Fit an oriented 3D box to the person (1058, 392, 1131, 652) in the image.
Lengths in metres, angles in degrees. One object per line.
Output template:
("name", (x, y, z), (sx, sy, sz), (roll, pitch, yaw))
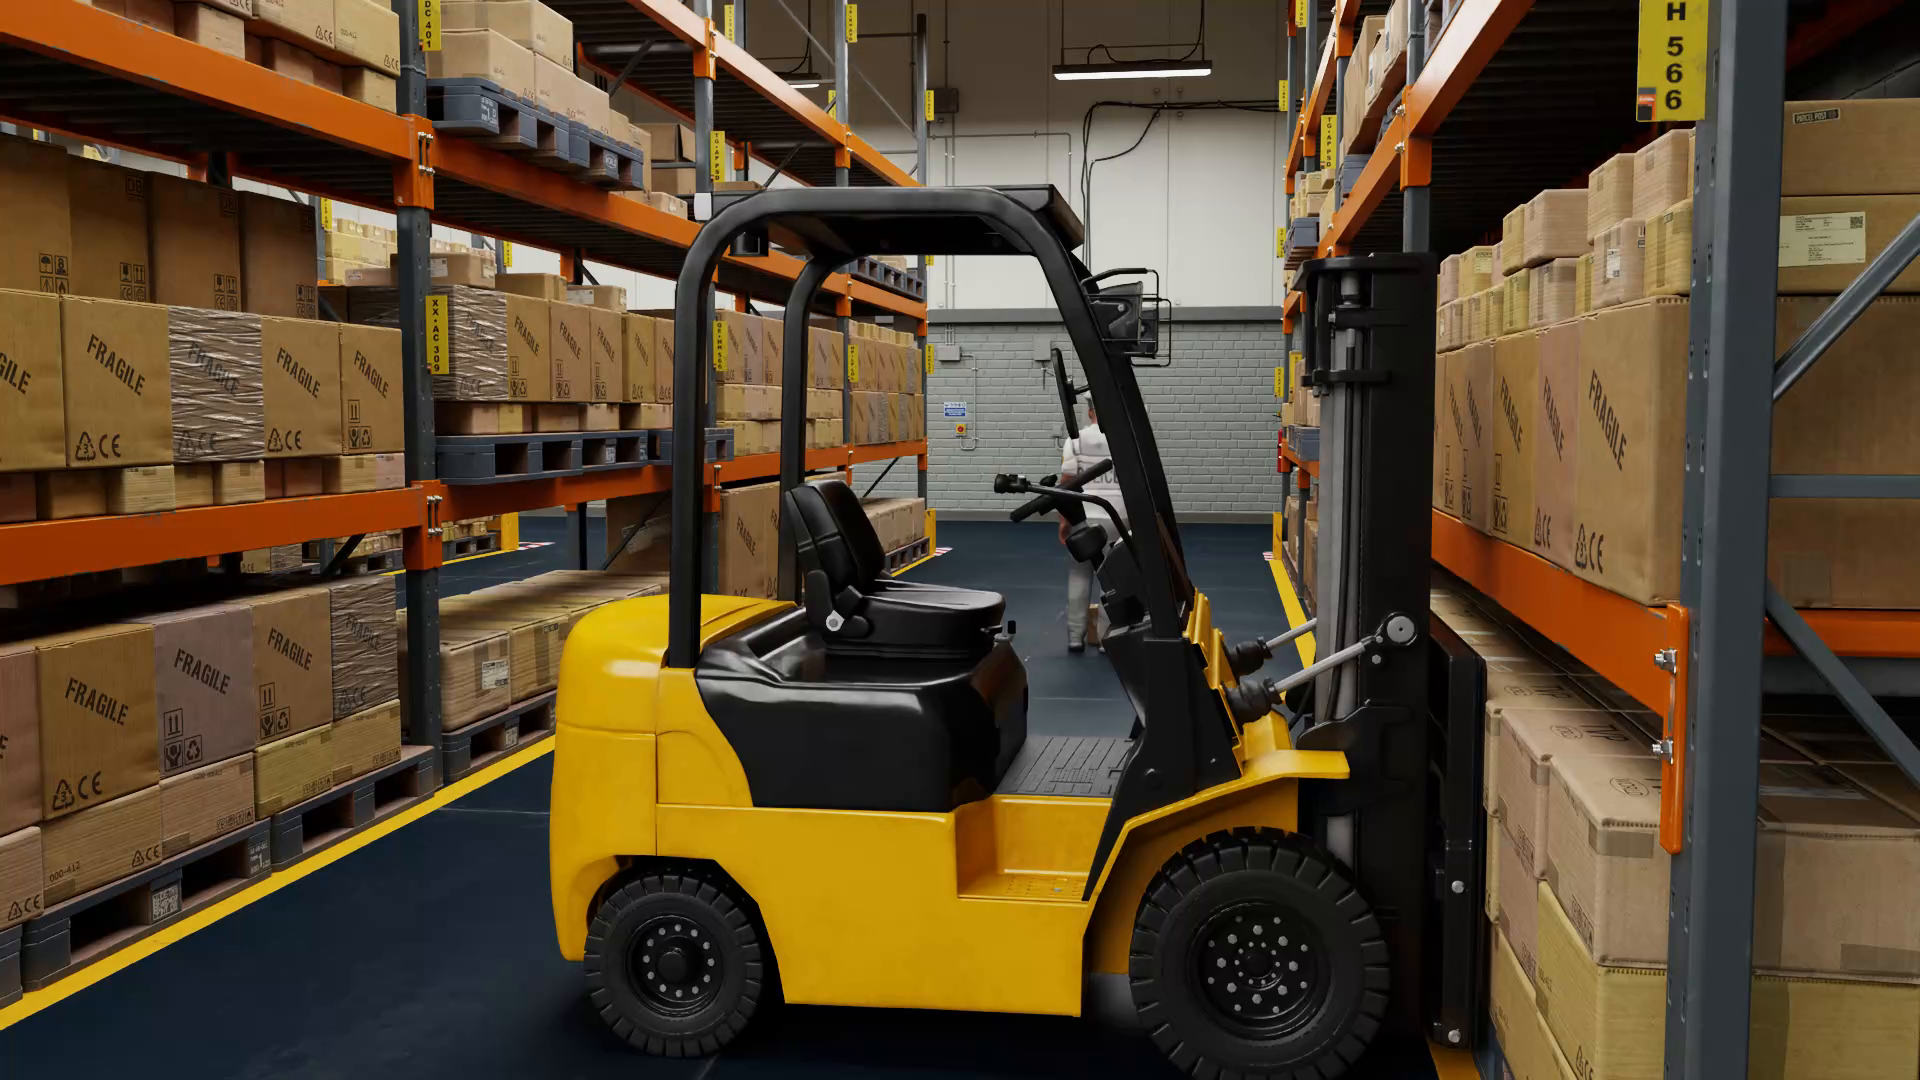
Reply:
("person", (0.969, -0.118, 11.191), (0.581, 1.784, 0.534), (1, 5, 14))
